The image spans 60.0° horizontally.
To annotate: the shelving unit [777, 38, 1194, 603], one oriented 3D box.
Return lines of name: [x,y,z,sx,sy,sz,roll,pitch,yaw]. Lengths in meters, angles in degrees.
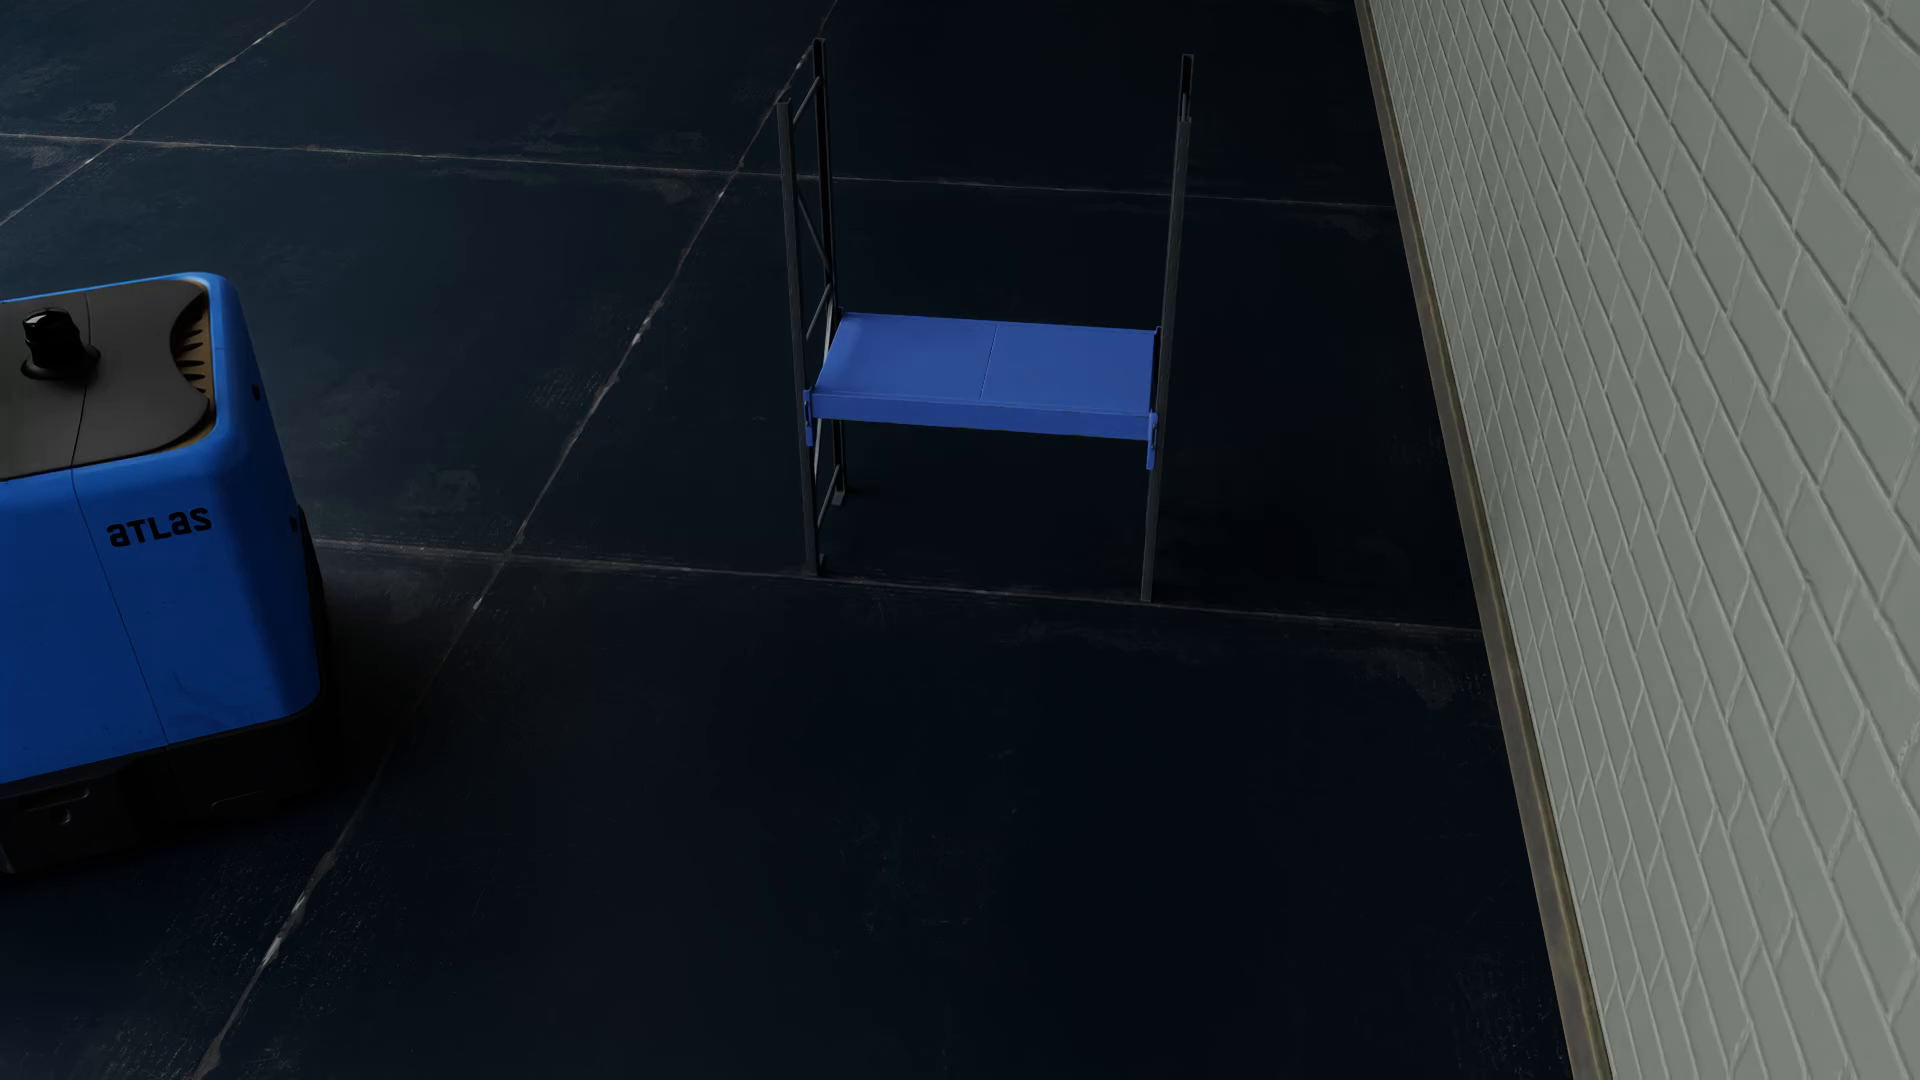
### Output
shelving unit: [0.085,-0.604,4.805,1.048,1.500,0.538,4,36,6]

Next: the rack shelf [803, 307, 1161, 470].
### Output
rack shelf: [0.085,-0.458,4.910,1.000,0.185,0.538,4,36,6]

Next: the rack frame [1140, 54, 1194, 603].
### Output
rack frame: [0.589,-0.567,4.753,0.032,1.500,0.500,4,36,6]

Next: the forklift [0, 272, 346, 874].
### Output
forklift: [-3.165,-0.476,3.393,3.031,2.935,1.130,-13,38,-17]

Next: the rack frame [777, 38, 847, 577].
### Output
rack frame: [-0.420,-0.642,4.858,0.032,1.500,0.500,4,36,6]
